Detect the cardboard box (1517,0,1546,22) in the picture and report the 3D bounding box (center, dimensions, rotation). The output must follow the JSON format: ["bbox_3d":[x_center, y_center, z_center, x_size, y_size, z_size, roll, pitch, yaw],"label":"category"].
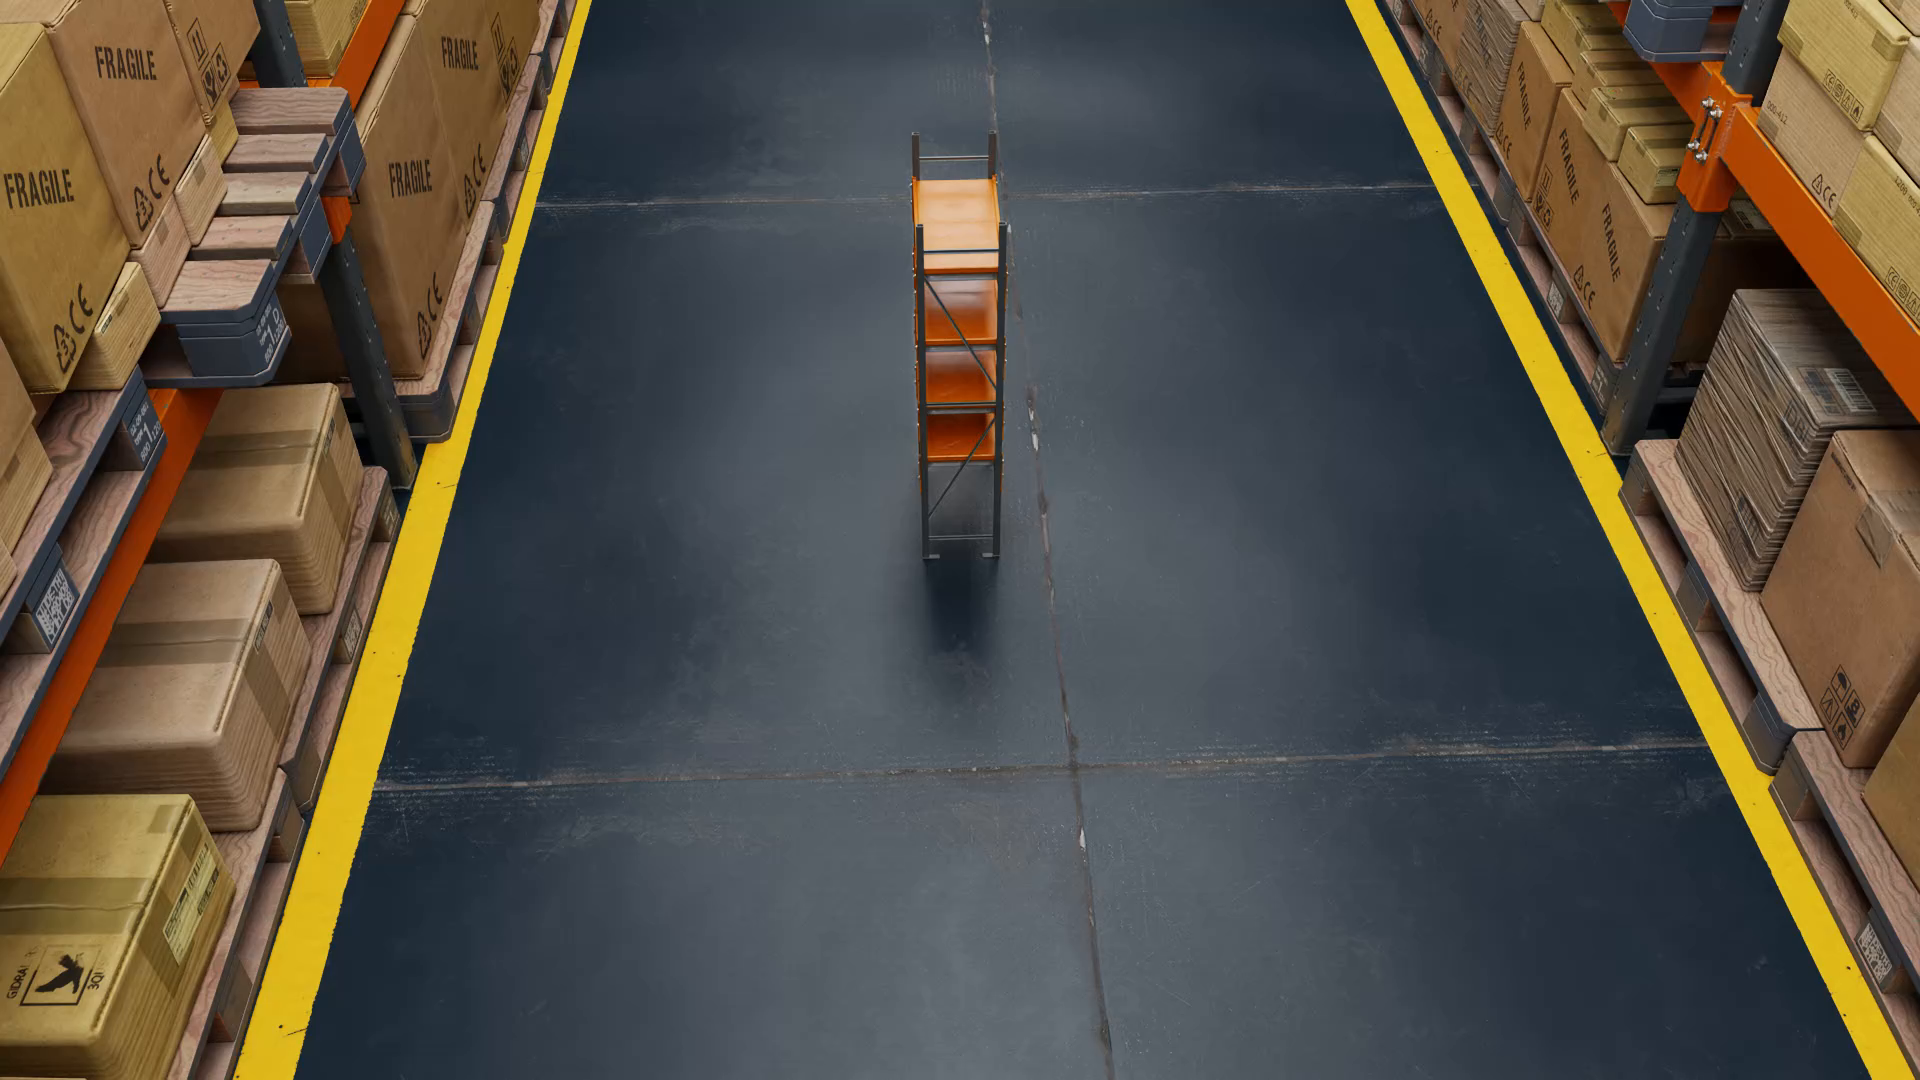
[{"bbox_3d":[2.366,-2.129,6.412,0.380,0.149,0.250,-4,43,-4],"label":"cardboard box"}]

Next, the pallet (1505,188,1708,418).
[{"bbox_3d":[2.674,-0.912,6.088,1.003,0.211,1.213,-2,43,-2],"label":"pallet"}]

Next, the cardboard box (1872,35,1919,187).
[{"bbox_3d":[2.463,-0.919,3.774,0.500,0.250,0.500,0,43,0],"label":"cardboard box"}]

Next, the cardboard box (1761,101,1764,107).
[{"bbox_3d":[2.973,-1.448,5.669,0.380,0.149,0.250,0,43,0],"label":"cardboard box"}]

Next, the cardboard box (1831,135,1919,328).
[{"bbox_3d":[2.459,-0.733,3.941,0.500,0.250,0.500,-2,43,-3],"label":"cardboard box"}]

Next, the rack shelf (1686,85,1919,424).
[{"bbox_3d":[2.753,0.181,3.365,1.077,0.370,4.000,-2,43,-2],"label":"rack shelf"}]

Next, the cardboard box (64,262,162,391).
[{"bbox_3d":[-1.874,-0.434,3.379,0.380,0.149,0.250,-1,43,-1],"label":"cardboard box"}]

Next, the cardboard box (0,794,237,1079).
[{"bbox_3d":[-2.211,0.916,3.665,0.950,0.372,0.625,0,43,0],"label":"cardboard box"}]

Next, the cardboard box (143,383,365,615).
[{"bbox_3d":[-2.277,-0.094,4.766,0.950,0.372,0.625,-4,43,-5],"label":"cardboard box"}]

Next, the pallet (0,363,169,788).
[{"bbox_3d":[-2.166,0.116,3.045,1.003,0.211,1.213,-2,43,-2],"label":"pallet"}]

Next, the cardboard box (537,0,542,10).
[{"bbox_3d":[-2.354,-2.945,7.505,0.875,0.875,0.875,0,43,0],"label":"cardboard box"}]

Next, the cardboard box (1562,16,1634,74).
[{"bbox_3d":[2.419,-1.775,6.026,0.380,0.149,0.250,0,43,-1],"label":"cardboard box"}]

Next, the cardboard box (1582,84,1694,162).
[{"bbox_3d":[2.352,-1.416,5.635,0.380,0.149,0.250,-4,43,-4],"label":"cardboard box"}]

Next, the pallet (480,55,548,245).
[{"bbox_3d":[-2.298,-1.618,6.859,1.003,0.211,1.213,-2,43,-2],"label":"pallet"}]

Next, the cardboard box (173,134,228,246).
[{"bbox_3d":[-1.903,-0.789,3.767,0.380,0.149,0.250,-2,43,-2],"label":"cardboard box"}]

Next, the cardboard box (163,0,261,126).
[{"bbox_3d":[-1.994,-1.292,3.835,0.500,0.500,0.500,-3,43,-3],"label":"cardboard box"}]

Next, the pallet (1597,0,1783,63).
[{"bbox_3d":[2.569,-1.819,5.157,1.213,0.211,1.003,-2,43,-2],"label":"pallet"}]

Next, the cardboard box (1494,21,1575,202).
[{"bbox_3d":[2.400,-1.639,6.357,0.500,0.500,0.500,0,43,0],"label":"cardboard box"}]

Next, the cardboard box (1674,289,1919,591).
[{"bbox_3d":[2.681,-0.292,4.796,0.875,0.625,0.625,0,43,0],"label":"cardboard box"}]

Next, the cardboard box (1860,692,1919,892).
[{"bbox_3d":[2.745,0.603,3.819,0.875,0.625,0.625,-3,43,-4],"label":"cardboard box"}]

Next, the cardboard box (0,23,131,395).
[{"bbox_3d":[-1.938,-0.603,3.082,0.500,0.500,0.500,-4,43,-5],"label":"cardboard box"}]

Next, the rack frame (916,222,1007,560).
[{"bbox_3d":[0.003,-0.389,4.787,0.240,1.200,0.015,-2,43,-2],"label":"rack frame"}]

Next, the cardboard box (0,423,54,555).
[{"bbox_3d":[-1.897,-0.093,3.007,0.380,0.149,0.250,-3,43,-3],"label":"cardboard box"}]

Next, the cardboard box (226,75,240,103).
[{"bbox_3d":[-2.042,-1.137,4.146,0.380,0.149,0.250,0,43,0],"label":"cardboard box"}]

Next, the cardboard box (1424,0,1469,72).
[{"bbox_3d":[2.343,-2.339,7.121,0.500,0.500,0.500,-3,43,-3],"label":"cardboard box"}]

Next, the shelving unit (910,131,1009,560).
[{"bbox_3d":[-0.007,-0.554,4.967,0.258,1.200,0.503,-2,43,-2],"label":"shelving unit"}]

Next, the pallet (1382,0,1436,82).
[{"bbox_3d":[2.571,-2.559,7.885,1.003,0.211,1.213,-2,43,-2],"label":"pallet"}]

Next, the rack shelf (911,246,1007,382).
[{"bbox_3d":[-0.007,-0.669,4.861,0.258,0.148,0.480,-2,43,-2],"label":"rack shelf"}]

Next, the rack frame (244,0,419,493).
[{"bbox_3d":[-2.291,-1.290,4.437,1.000,3.000,0.127,-2,43,-2],"label":"rack frame"}]

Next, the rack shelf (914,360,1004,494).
[{"bbox_3d":[-0.007,-0.358,5.146,0.258,0.148,0.480,-2,43,-2],"label":"rack shelf"}]

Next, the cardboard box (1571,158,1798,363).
[{"bbox_3d":[2.436,-0.947,5.602,0.500,0.500,0.500,-1,43,-1],"label":"cardboard box"}]

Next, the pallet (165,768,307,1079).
[{"bbox_3d":[-2.210,1.088,3.907,1.003,0.211,1.213,-2,43,-2],"label":"pallet"}]

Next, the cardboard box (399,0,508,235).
[{"bbox_3d":[-2.271,-1.732,6.181,0.875,0.875,0.875,-1,43,-1],"label":"cardboard box"}]

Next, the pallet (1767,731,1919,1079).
[{"bbox_3d":[2.713,0.972,4.033,1.003,0.211,1.213,-2,43,-2],"label":"pallet"}]

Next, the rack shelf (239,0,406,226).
[{"bbox_3d":[-2.376,-2.375,6.153,1.077,0.370,4.000,-2,43,-2],"label":"rack shelf"}]
